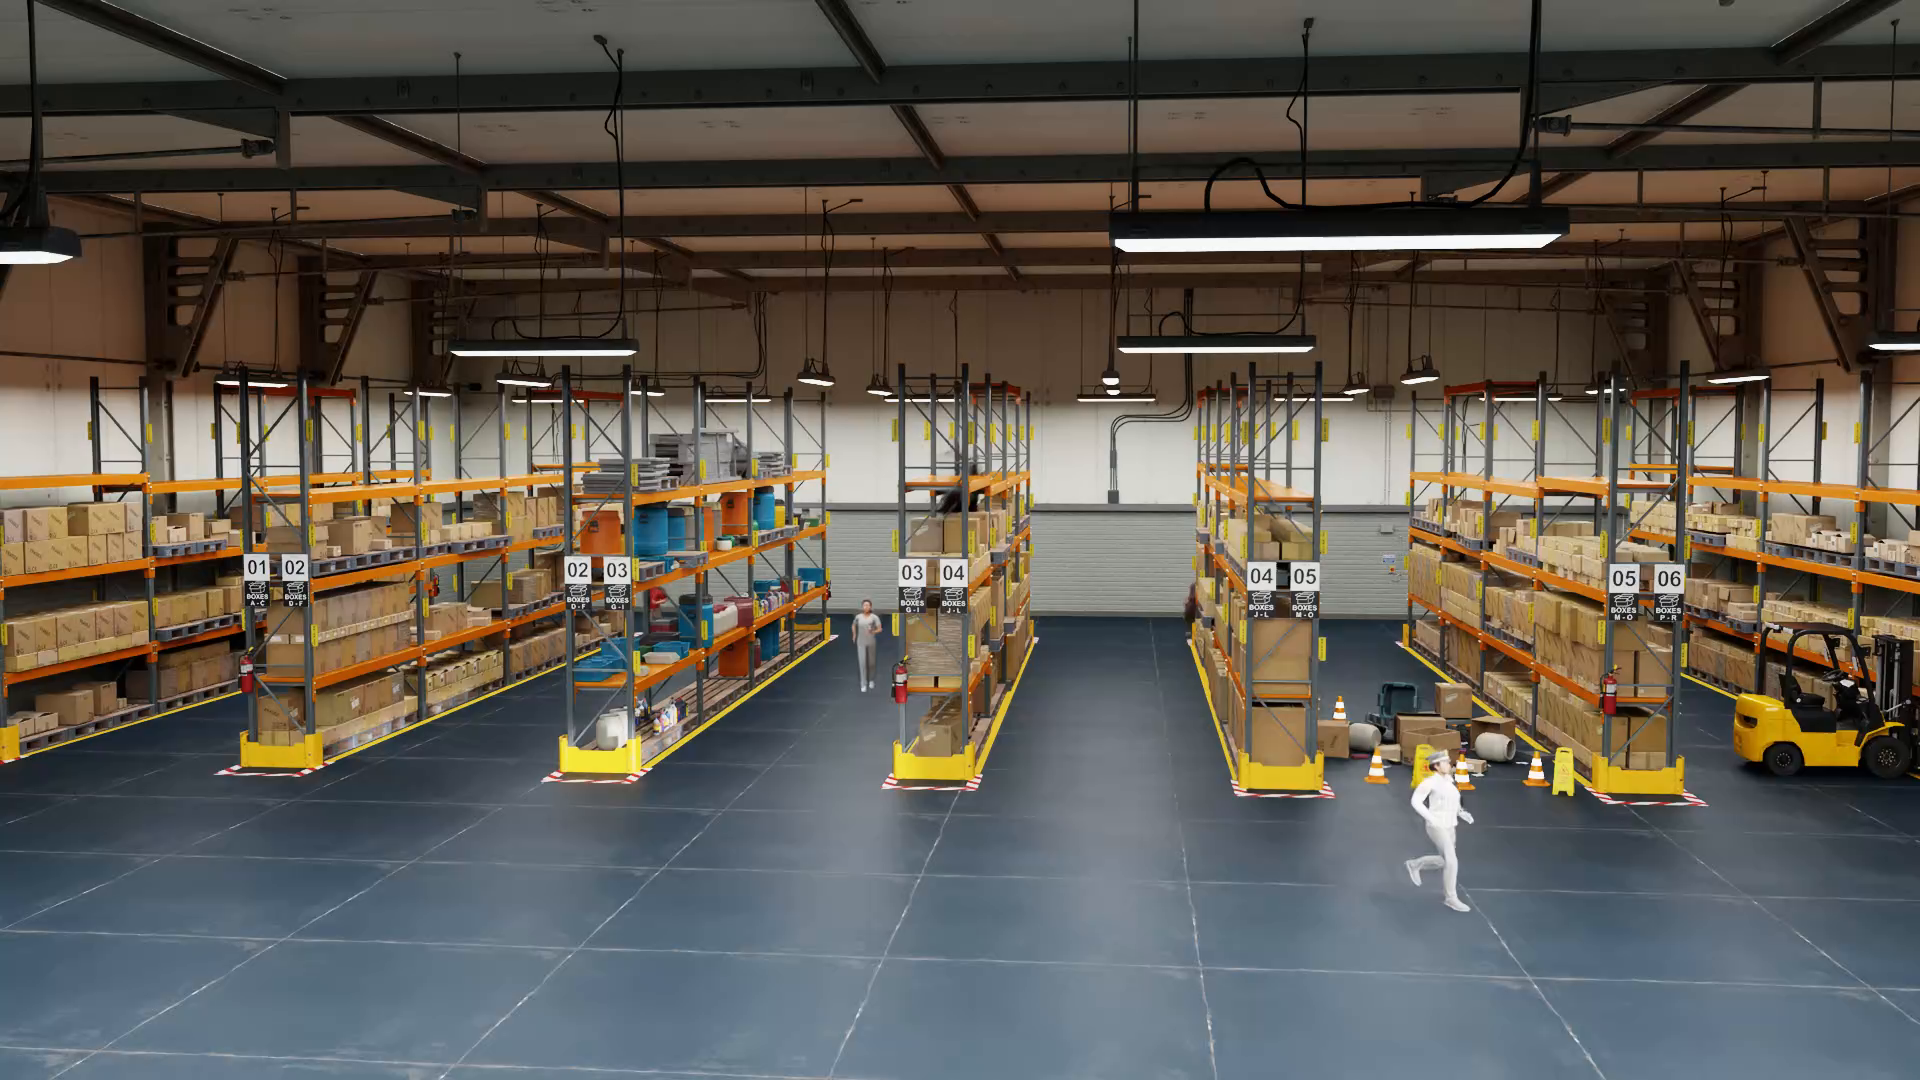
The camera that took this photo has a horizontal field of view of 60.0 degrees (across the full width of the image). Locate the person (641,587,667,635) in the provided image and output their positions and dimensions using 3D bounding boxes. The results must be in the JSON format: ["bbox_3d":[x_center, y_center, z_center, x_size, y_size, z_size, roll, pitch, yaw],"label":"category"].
[{"bbox_3d":[-7.010,1.730,38.082,0.627,1.805,0.984,0,4,-3],"label":"person"}]

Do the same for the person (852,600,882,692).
[{"bbox_3d":[-1.714,1.925,30.454,0.575,1.670,0.848,0,4,2],"label":"person"}]

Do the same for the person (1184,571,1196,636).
[{"bbox_3d":[5.722,1.536,40.806,0.549,1.683,0.763,1,4,20],"label":"person"}]

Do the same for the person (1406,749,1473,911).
[{"bbox_3d":[5.060,3.047,17.660,0.618,1.687,0.781,-3,5,-44],"label":"person"}]
